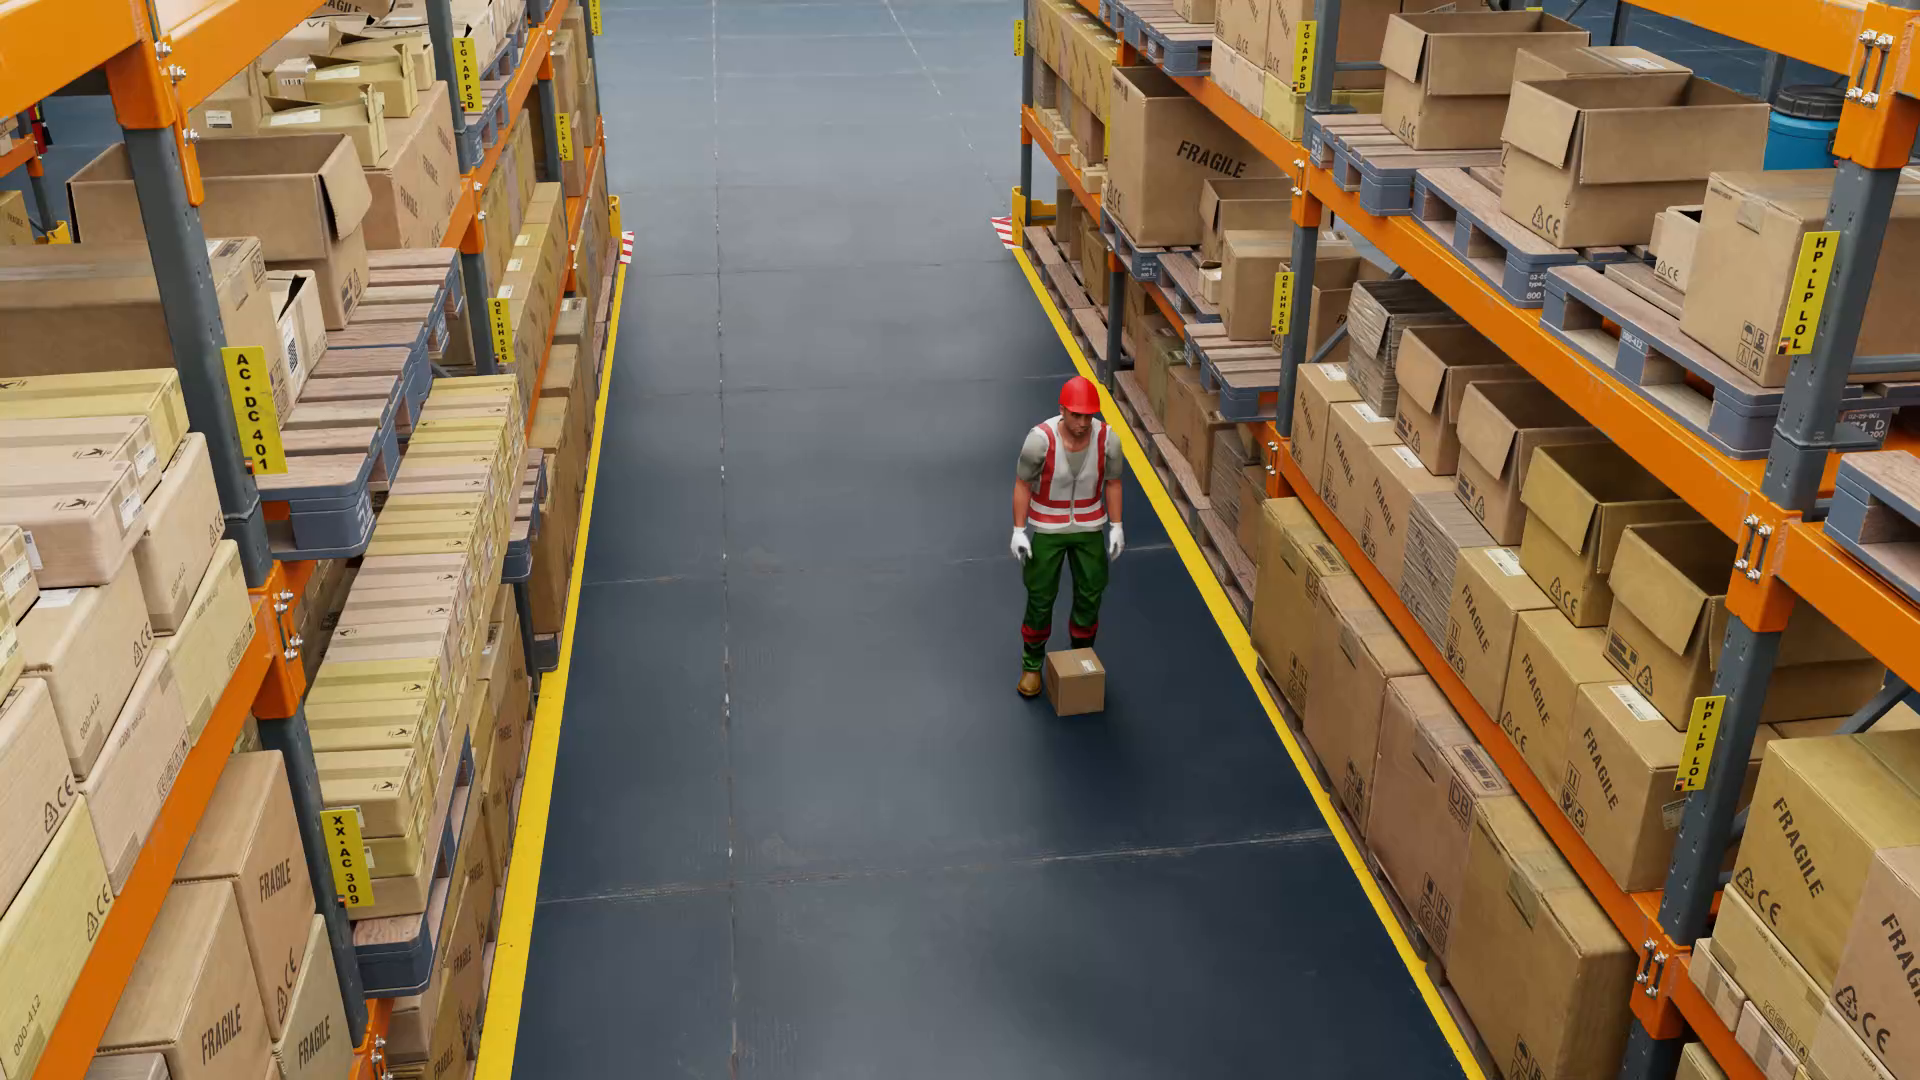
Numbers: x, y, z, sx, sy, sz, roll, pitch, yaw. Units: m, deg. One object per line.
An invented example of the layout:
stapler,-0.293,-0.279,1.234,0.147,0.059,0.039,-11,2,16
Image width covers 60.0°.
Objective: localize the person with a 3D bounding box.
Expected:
person,0.562,-0.031,8.662,0.608,1.779,0.451,-4,27,-7
